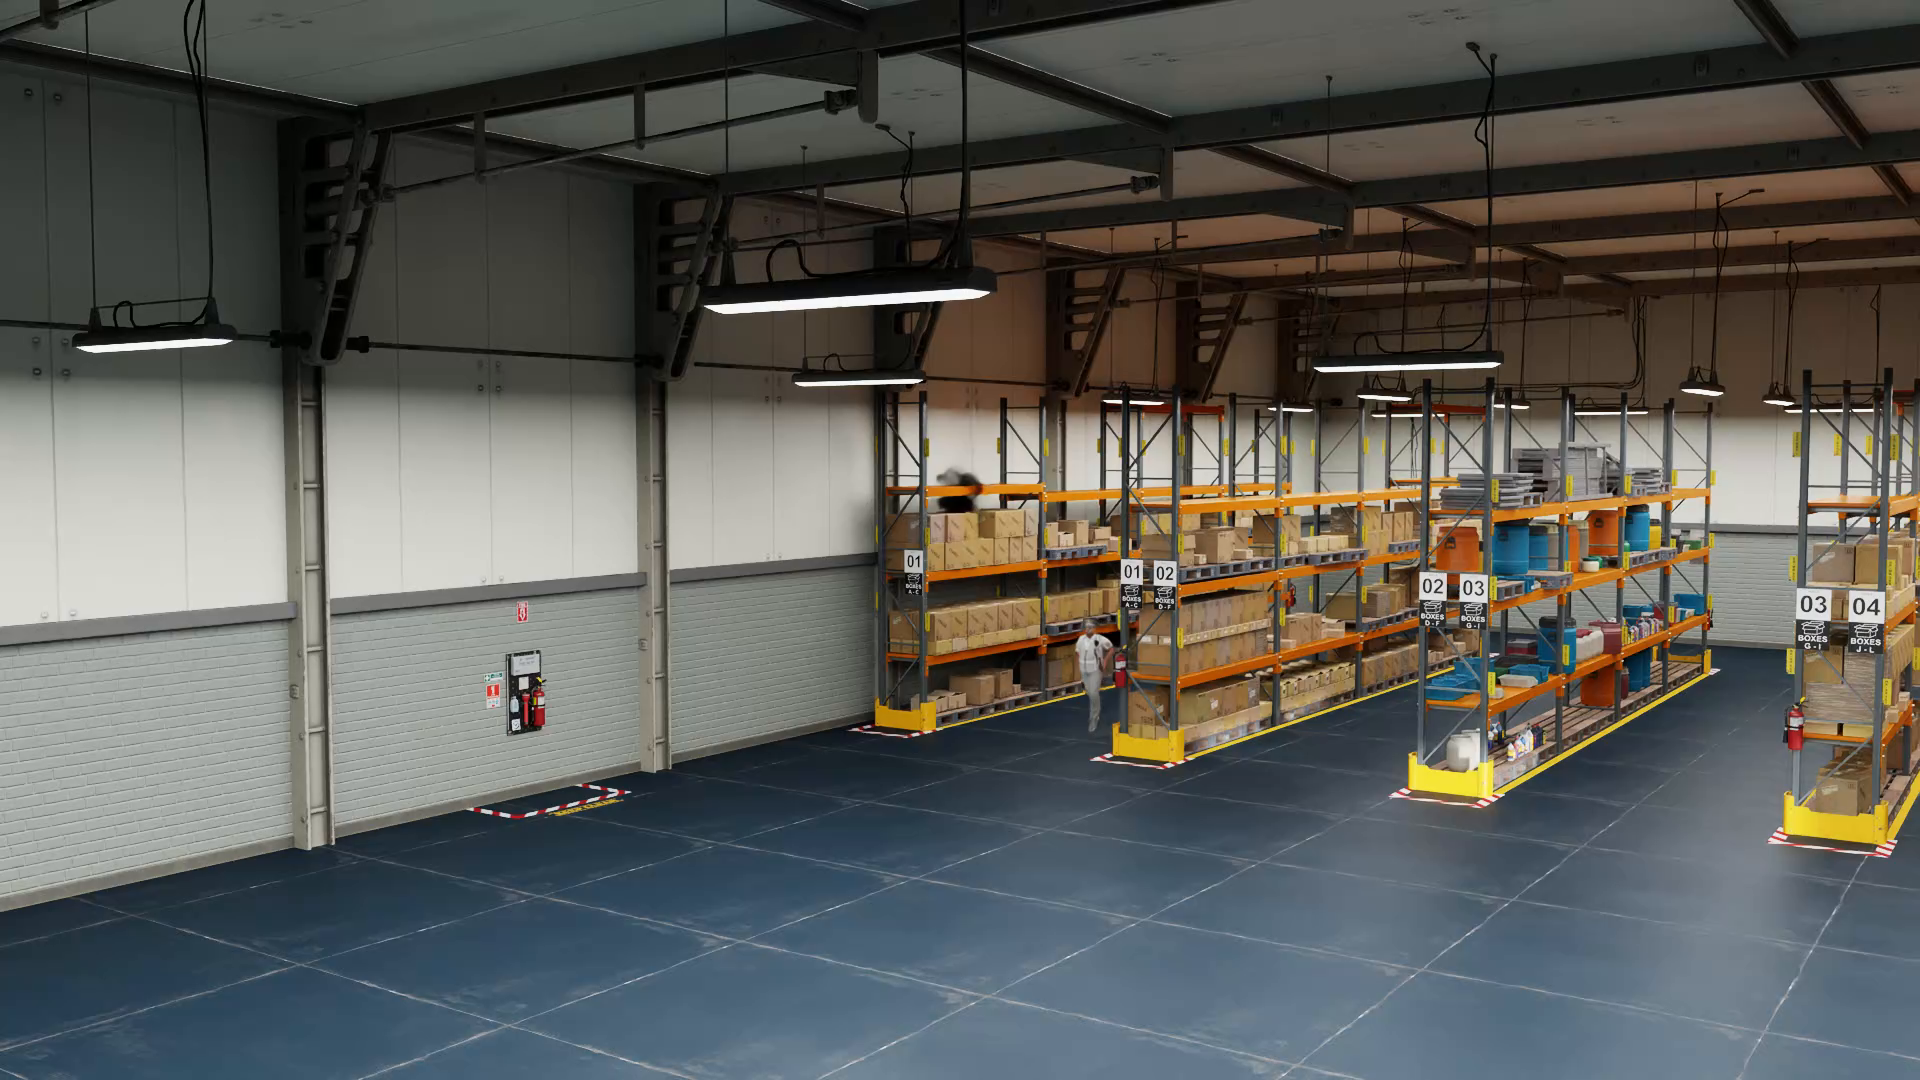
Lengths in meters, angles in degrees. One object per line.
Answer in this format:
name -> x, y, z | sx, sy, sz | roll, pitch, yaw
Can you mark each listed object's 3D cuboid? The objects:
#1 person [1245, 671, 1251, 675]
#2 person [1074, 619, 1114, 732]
person -> 5.740, 2.305, 34.022 | 0.588, 1.624, 0.523 | 2, 4, 34
person -> 2.238, 2.303, 28.522 | 0.642, 1.909, 0.748 | 2, 4, 36
